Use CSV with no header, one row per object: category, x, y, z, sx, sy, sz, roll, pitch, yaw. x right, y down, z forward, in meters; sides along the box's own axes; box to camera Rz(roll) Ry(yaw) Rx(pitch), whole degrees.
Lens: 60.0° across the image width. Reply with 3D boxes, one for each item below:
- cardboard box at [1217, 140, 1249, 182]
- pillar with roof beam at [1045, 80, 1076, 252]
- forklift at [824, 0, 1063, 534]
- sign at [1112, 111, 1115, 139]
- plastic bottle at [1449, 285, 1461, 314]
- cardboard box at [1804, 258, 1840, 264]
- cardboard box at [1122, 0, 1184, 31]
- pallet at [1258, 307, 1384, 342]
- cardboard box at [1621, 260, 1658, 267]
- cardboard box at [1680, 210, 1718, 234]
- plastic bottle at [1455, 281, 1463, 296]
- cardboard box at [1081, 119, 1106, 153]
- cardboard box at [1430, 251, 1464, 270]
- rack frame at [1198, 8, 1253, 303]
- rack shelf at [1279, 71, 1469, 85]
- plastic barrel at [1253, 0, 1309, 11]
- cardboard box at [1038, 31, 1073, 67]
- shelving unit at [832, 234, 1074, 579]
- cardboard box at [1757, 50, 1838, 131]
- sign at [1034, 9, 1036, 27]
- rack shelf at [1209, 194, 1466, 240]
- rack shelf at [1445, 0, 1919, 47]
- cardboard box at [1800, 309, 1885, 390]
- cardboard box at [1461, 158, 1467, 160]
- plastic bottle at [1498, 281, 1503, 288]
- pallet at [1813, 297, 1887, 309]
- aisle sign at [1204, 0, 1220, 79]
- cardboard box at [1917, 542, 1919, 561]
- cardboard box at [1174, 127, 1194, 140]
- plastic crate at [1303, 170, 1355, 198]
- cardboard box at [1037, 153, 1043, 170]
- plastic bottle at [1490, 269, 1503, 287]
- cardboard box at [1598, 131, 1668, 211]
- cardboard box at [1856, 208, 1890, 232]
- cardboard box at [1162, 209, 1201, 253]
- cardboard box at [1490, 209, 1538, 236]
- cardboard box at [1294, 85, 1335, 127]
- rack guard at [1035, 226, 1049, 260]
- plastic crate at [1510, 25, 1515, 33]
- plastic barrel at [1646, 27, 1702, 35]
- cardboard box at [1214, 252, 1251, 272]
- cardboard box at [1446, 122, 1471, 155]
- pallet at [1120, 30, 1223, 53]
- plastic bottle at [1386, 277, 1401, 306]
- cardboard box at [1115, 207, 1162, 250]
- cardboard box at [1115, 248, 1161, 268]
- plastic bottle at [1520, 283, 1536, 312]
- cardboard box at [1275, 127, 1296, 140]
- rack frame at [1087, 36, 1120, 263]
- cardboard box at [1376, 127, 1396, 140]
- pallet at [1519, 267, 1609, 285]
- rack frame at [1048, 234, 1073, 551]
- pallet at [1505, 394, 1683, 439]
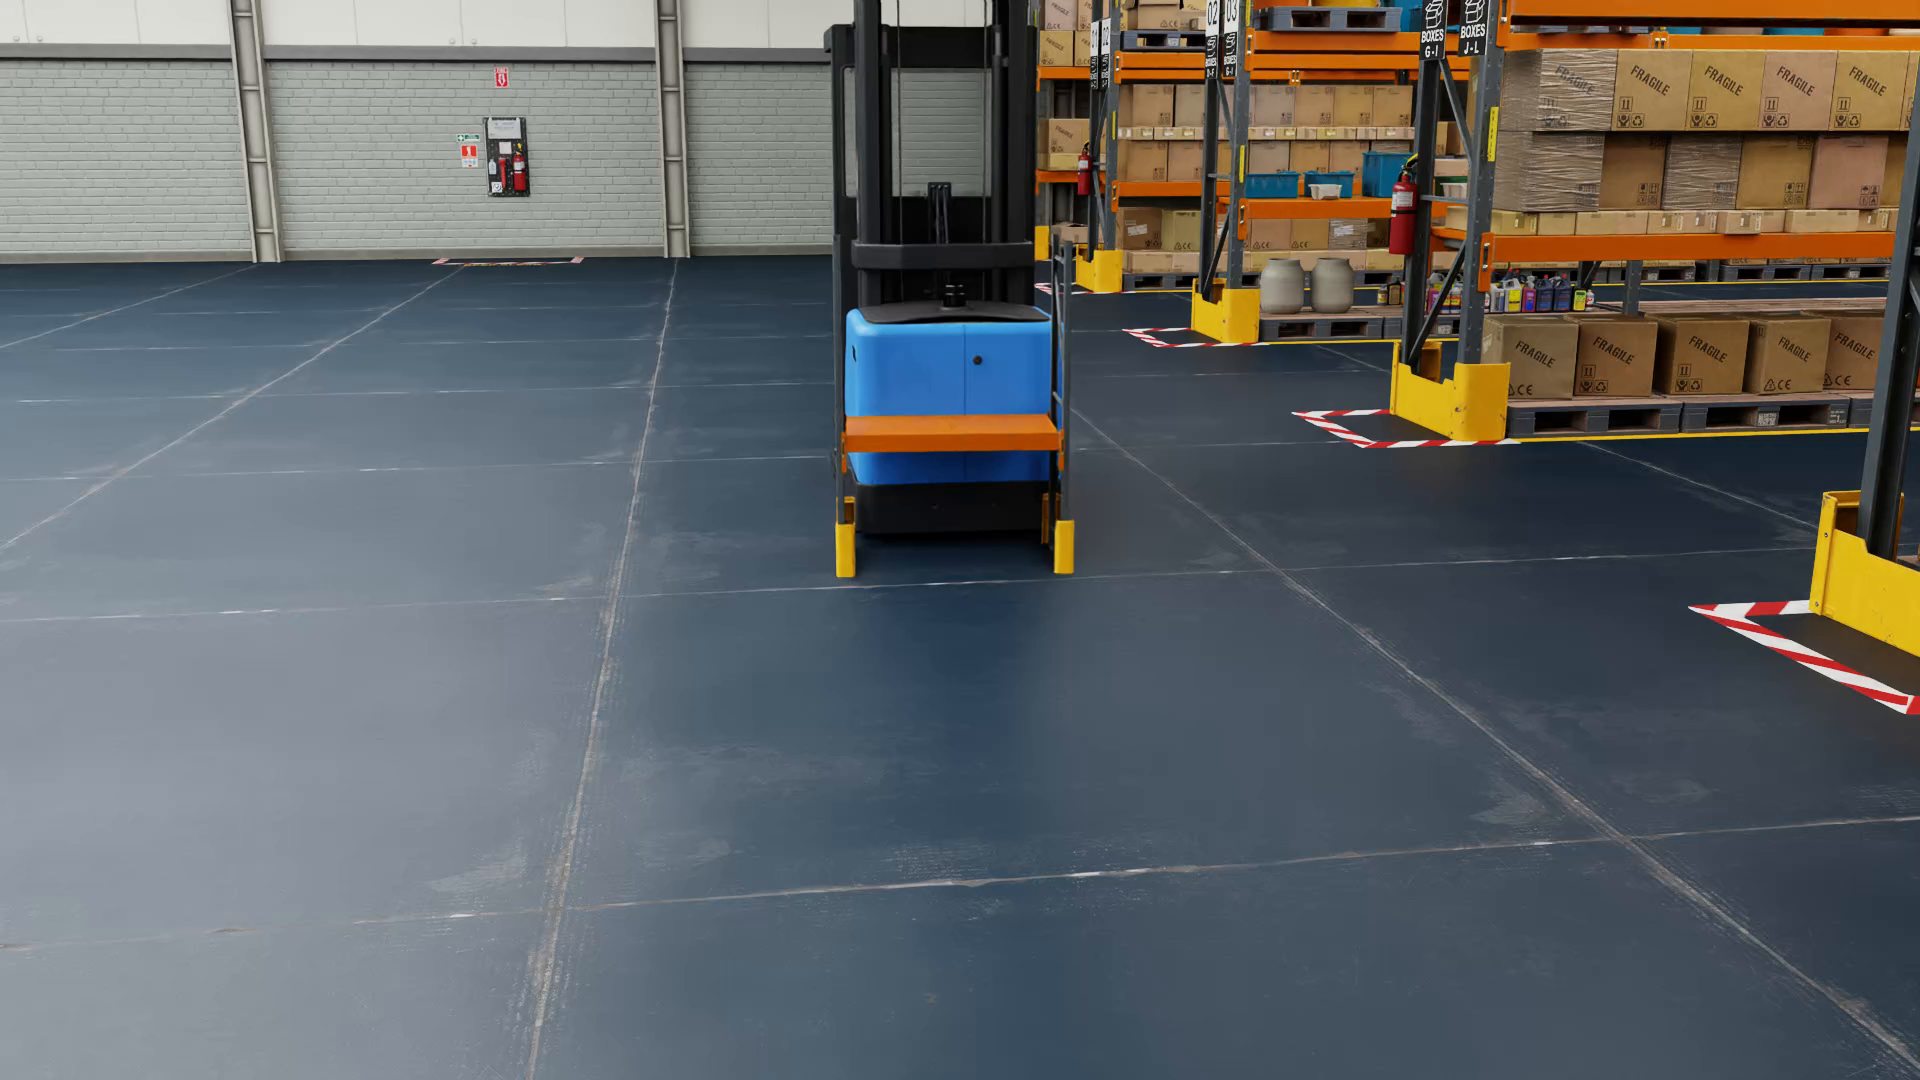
cardboard box,3.230,-4.715,20.651,0.500,0.500,0.700,-2,14,-8
pillar with roof beam,2.219,-7.915,21.284,0.400,9.000,9.100,-2,14,-8
forklift,-0.170,-1.759,9.211,1.130,2.935,3.031,-2,14,-7
sign,1.832,-4.941,19.813,0.005,0.325,0.100,-2,14,-8
plastic bottle,4.767,-2.321,16.015,0.097,0.271,0.097,0,14,0
cardboard box,11.173,-3.892,21.808,0.500,0.500,0.500,-2,14,-9
cardboard box,2.324,-6.412,20.095,0.637,0.503,0.797,-1,14,-4
pallet,3.362,-2.114,16.217,1.213,0.211,1.003,-2,14,-8
cardboard box,8.673,-3.679,21.513,0.500,0.250,0.500,-2,14,-9
cardboard box,4.780,-2.111,10.989,0.250,0.149,0.380,-2,14,-8
plastic bottle,5.025,-2.475,16.620,0.135,0.276,0.152,-2,14,-8
cardboard box,2.021,-6.069,24.979,0.500,0.500,0.500,-2,14,-8
cardboard box,6.147,-3.586,21.143,0.500,0.250,0.500,-2,14,-10
rack frame,2.490,-3.424,15.710,0.127,3.000,1.000,-2,14,-8
rack shelf,6.947,-7.131,25.802,4.000,0.370,1.077,-2,14,-8
plastic barrel,2.951,-5.339,15.434,0.708,0.830,0.600,-2,14,-8
cardboard box,1.382,-7.273,24.641,0.500,0.500,0.500,-2,14,-7
shelving unit,-0.037,-0.633,7.661,1.083,1.500,0.587,-1,14,-4
cardboard box,5.295,-2.920,10.825,0.500,0.500,0.500,-2,14,-8
sign,1.095,-7.556,24.221,0.005,0.325,0.100,-2,14,-8
rack shelf,4.467,-3.148,16.086,4.000,0.370,1.077,-2,14,-8
rack shelf,5.205,-3.411,10.971,4.000,0.370,1.077,-2,14,-8
cardboard box,6.216,-1.342,11.681,0.500,0.500,0.500,2,14,10
cardboard box,6.553,-4.772,21.359,0.258,0.266,0.396,-2,14,-10
plastic bottle,5.301,-2.378,16.216,0.133,0.283,0.061,-2,14,-8
pallet,9.629,-2.343,17.130,1.213,0.211,1.003,-2,14,-8
aisle sign,2.374,-4.754,15.668,0.004,0.787,0.394,-2,14,-8
cardboard box,4.527,-0.250,6.556,0.875,0.875,0.875,-2,14,-8
cardboard box,2.683,-4.960,20.296,0.250,0.149,0.380,-2,14,-8
plastic crate,3.583,-3.465,16.176,0.408,0.251,0.499,-2,14,-8
cardboard box,1.447,-5.808,25.481,0.500,0.250,0.500,-2,14,-7
plastic bottle,5.399,-2.562,16.811,0.185,0.351,0.144,-3,14,-11
cardboard box,4.252,-2.486,11.151,0.500,0.500,0.875,-2,14,-8
cardboard box,6.012,-2.163,11.197,0.250,0.149,0.380,-2,14,-8
cardboard box,2.813,-3.834,20.592,0.500,0.500,0.500,-2,14,-8
cardboard box,3.545,-2.064,10.802,0.250,0.149,0.380,-2,14,-8
cardboard box,4.278,-5.385,20.653,0.500,0.500,0.700,-2,14,-8
rack guard,1.089,-4.598,25.527,0.348,0.500,1.175,-2,14,-8
plastic crate,4.918,-4.741,15.335,0.396,0.136,0.243,-2,14,-8
plastic barrel,6.916,-5.338,16.144,0.708,0.901,0.600,-2,14,-8
cardboard box,3.307,-3.489,20.757,0.500,0.250,0.500,-2,14,-8
cardboard box,7.913,-6.313,26.118,0.500,0.500,0.700,-3,14,-14
pallet,2.459,-6.047,20.185,1.213,0.211,1.003,-2,14,-8
plastic bottle,4.353,-2.501,16.707,0.133,0.283,0.061,-2,14,-7
cardboard box,2.242,-3.941,21.016,0.500,0.500,0.500,-2,14,-8
cardboard box,2.242,-3.576,21.106,0.500,0.250,0.500,-2,14,-8
plastic bottle,5.507,-2.350,16.104,0.133,0.283,0.061,-1,14,-5
cardboard box,3.956,-5.007,20.480,0.250,0.149,0.380,-2,14,-6
rack frame,1.756,-4.616,20.461,0.127,3.000,1.000,-2,14,-8
cardboard box,5.229,-5.054,20.670,0.250,0.149,0.380,-2,14,-9
pallet,7.643,-3.490,21.702,1.213,0.211,1.003,-2,14,-8
rack frame,0.462,-0.641,7.693,0.032,1.500,0.500,-1,14,-4
pallet,4.111,-0.904,11.393,1.213,0.211,1.003,-2,14,-8
